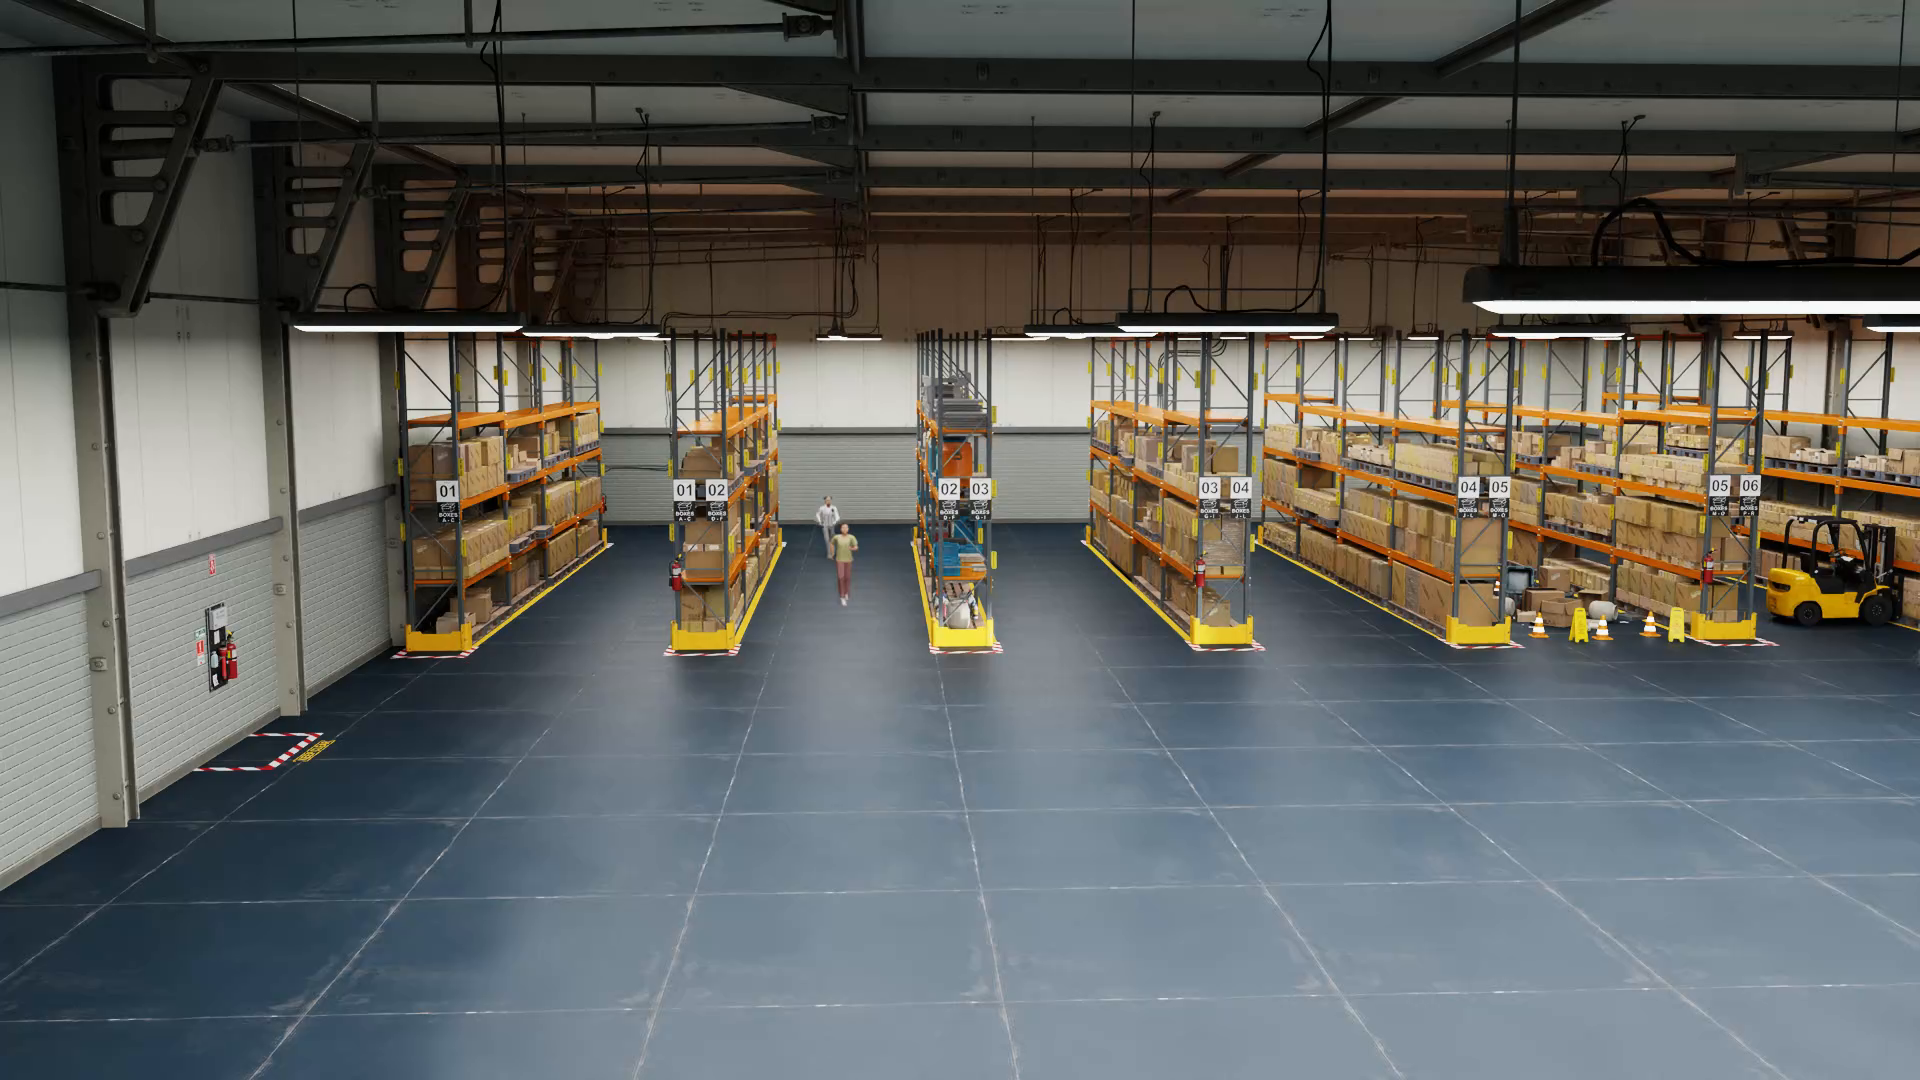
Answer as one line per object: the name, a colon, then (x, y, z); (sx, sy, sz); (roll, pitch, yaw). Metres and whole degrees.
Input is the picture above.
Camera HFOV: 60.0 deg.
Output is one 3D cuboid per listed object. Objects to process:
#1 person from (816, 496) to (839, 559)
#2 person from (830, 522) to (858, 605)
person: (-3.551, -0.359, 44.697); (0.623, 1.695, 0.764); (-1, 7, -7)
person: (-2.409, 0.470, 34.815); (0.564, 1.693, 0.844); (-1, 7, -12)
